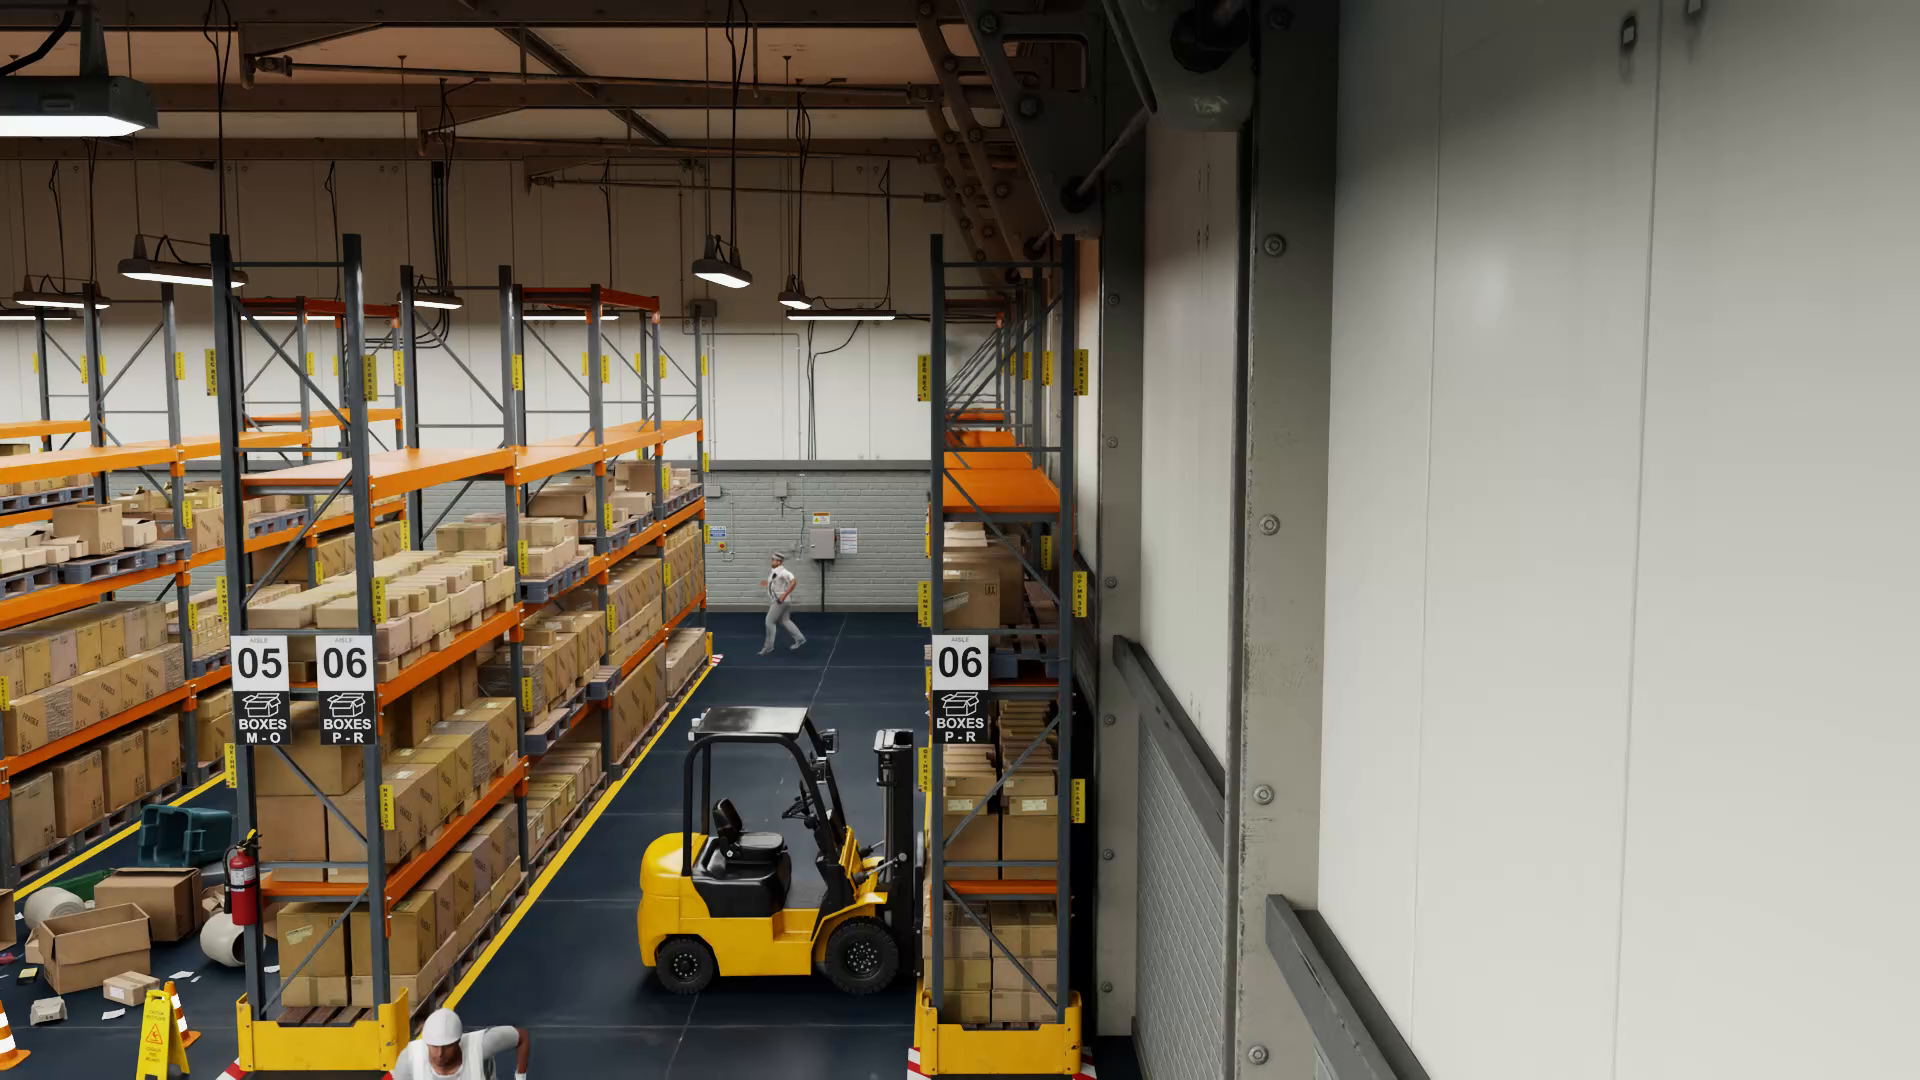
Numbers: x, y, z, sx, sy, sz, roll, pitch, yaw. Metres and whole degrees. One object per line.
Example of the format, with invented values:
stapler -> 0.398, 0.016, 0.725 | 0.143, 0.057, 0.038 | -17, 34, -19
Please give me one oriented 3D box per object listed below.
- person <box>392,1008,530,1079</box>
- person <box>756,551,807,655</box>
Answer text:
person -> -2.778, 3.336, 9.359 | 0.729, 1.719, 1.018 | 0, 6, -4
person -> -3.114, 1.093, 28.947 | 0.883, 1.829, 0.635 | -1, 6, -8
